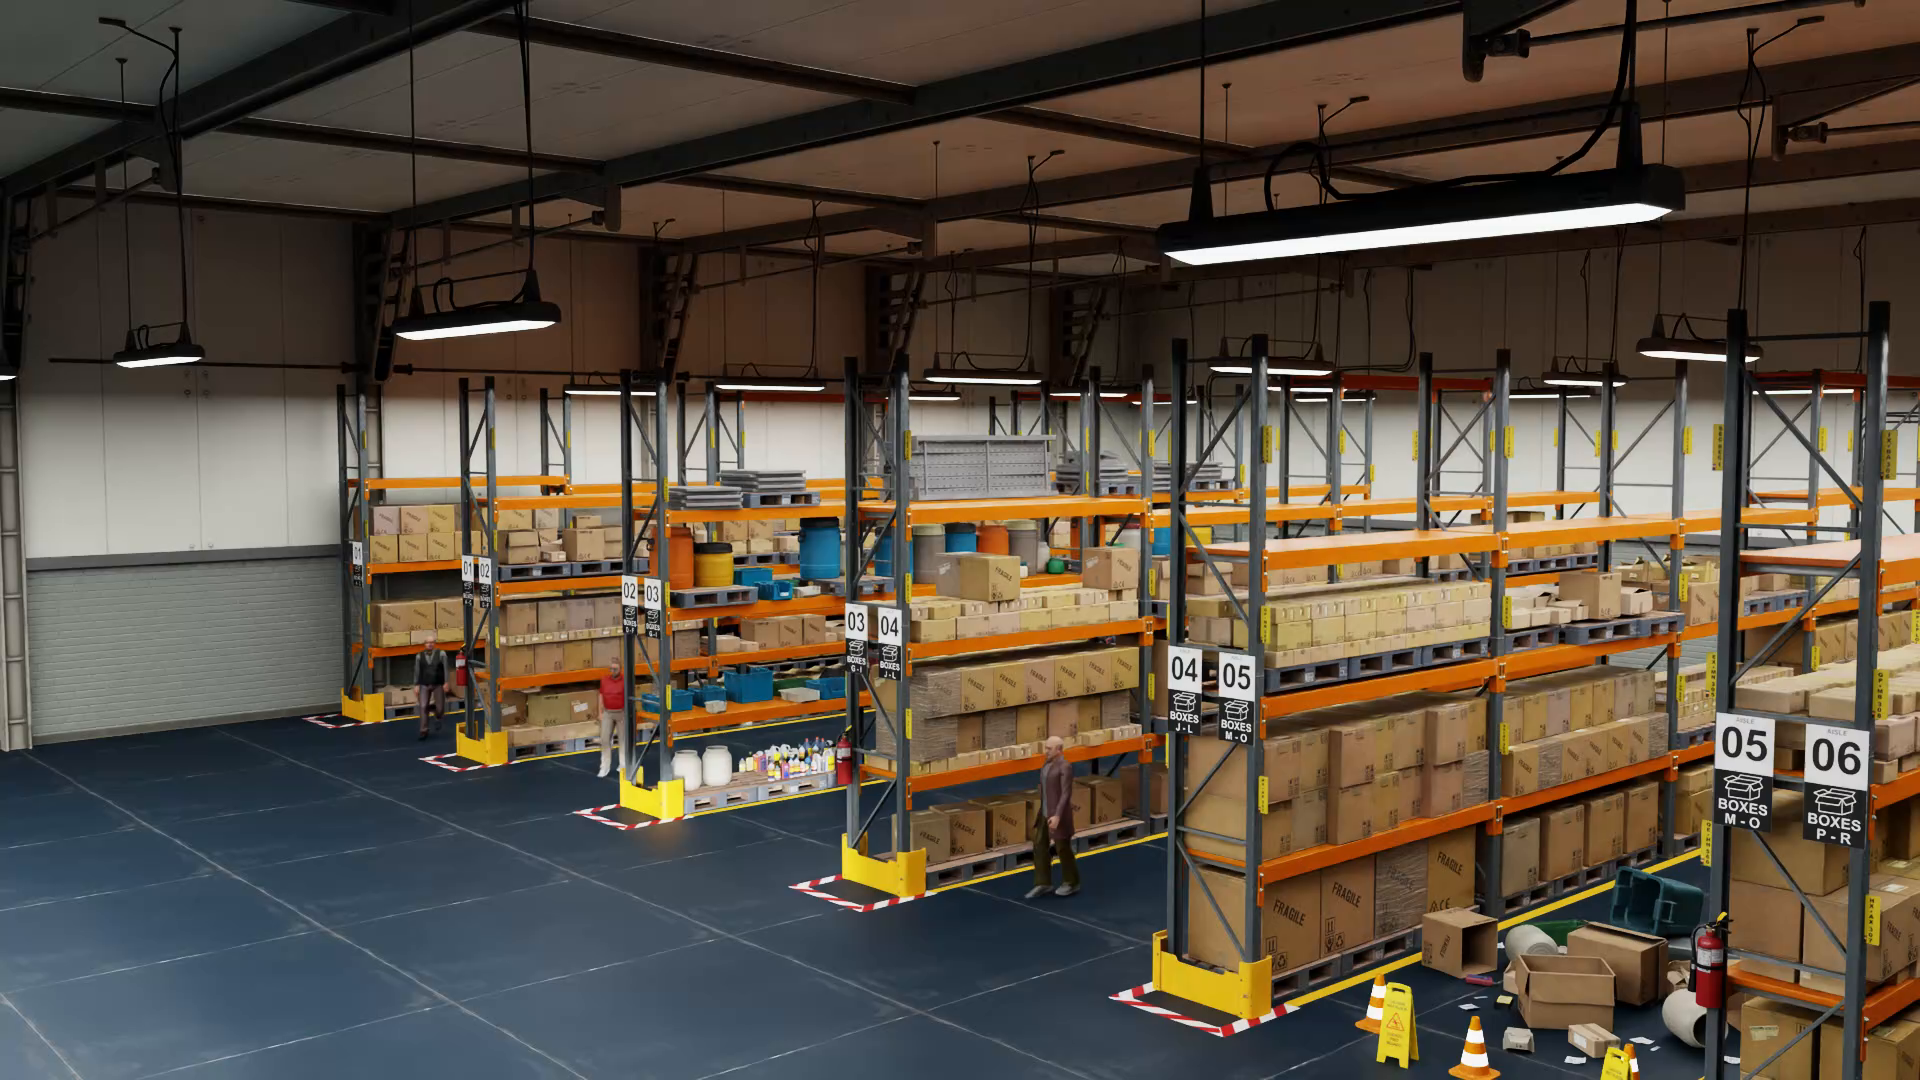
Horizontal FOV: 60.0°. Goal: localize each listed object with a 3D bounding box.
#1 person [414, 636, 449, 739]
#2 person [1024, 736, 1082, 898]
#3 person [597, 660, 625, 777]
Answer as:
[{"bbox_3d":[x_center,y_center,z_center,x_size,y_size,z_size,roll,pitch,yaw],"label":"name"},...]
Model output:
[{"bbox_3d":[-8.922,2.461,28.071,0.585,1.701,0.800,-1,4,-9],"label":"person"},{"bbox_3d":[1.037,3.082,18.462,0.659,1.827,0.651,-2,4,-26],"label":"person"},{"bbox_3d":[-5.187,2.701,25.065,0.560,1.814,0.600,0,4,-1],"label":"person"}]
